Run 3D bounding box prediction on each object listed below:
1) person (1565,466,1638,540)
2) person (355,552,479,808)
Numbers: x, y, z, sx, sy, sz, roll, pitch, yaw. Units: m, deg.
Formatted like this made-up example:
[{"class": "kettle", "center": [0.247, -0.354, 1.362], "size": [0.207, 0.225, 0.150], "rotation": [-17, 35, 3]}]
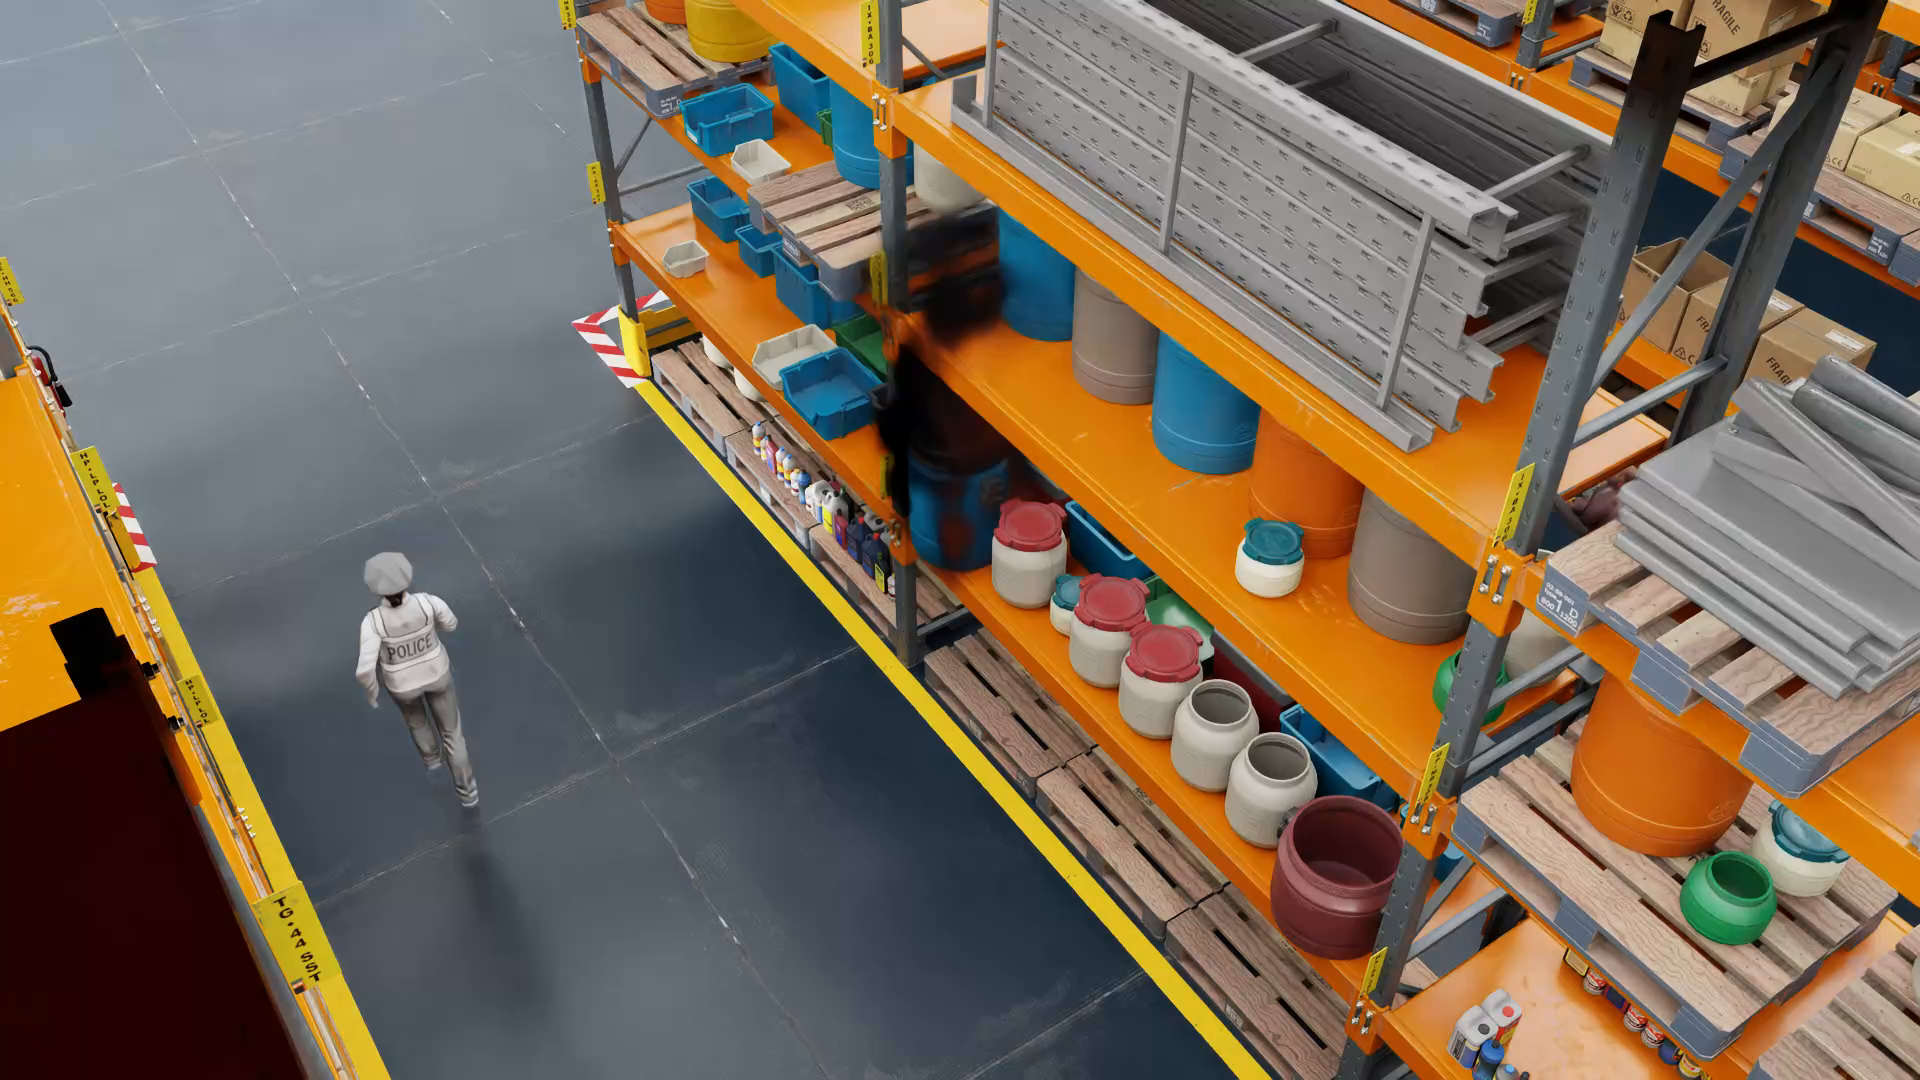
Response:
[{"class": "person", "center": [3.780, 0.222, 9.890], "size": [0.915, 1.887, 0.661], "rotation": [33, 52, 31]}, {"class": "person", "center": [-3.016, 0.792, 9.261], "size": [0.595, 1.792, 0.779], "rotation": [-19, 46, -20]}]
